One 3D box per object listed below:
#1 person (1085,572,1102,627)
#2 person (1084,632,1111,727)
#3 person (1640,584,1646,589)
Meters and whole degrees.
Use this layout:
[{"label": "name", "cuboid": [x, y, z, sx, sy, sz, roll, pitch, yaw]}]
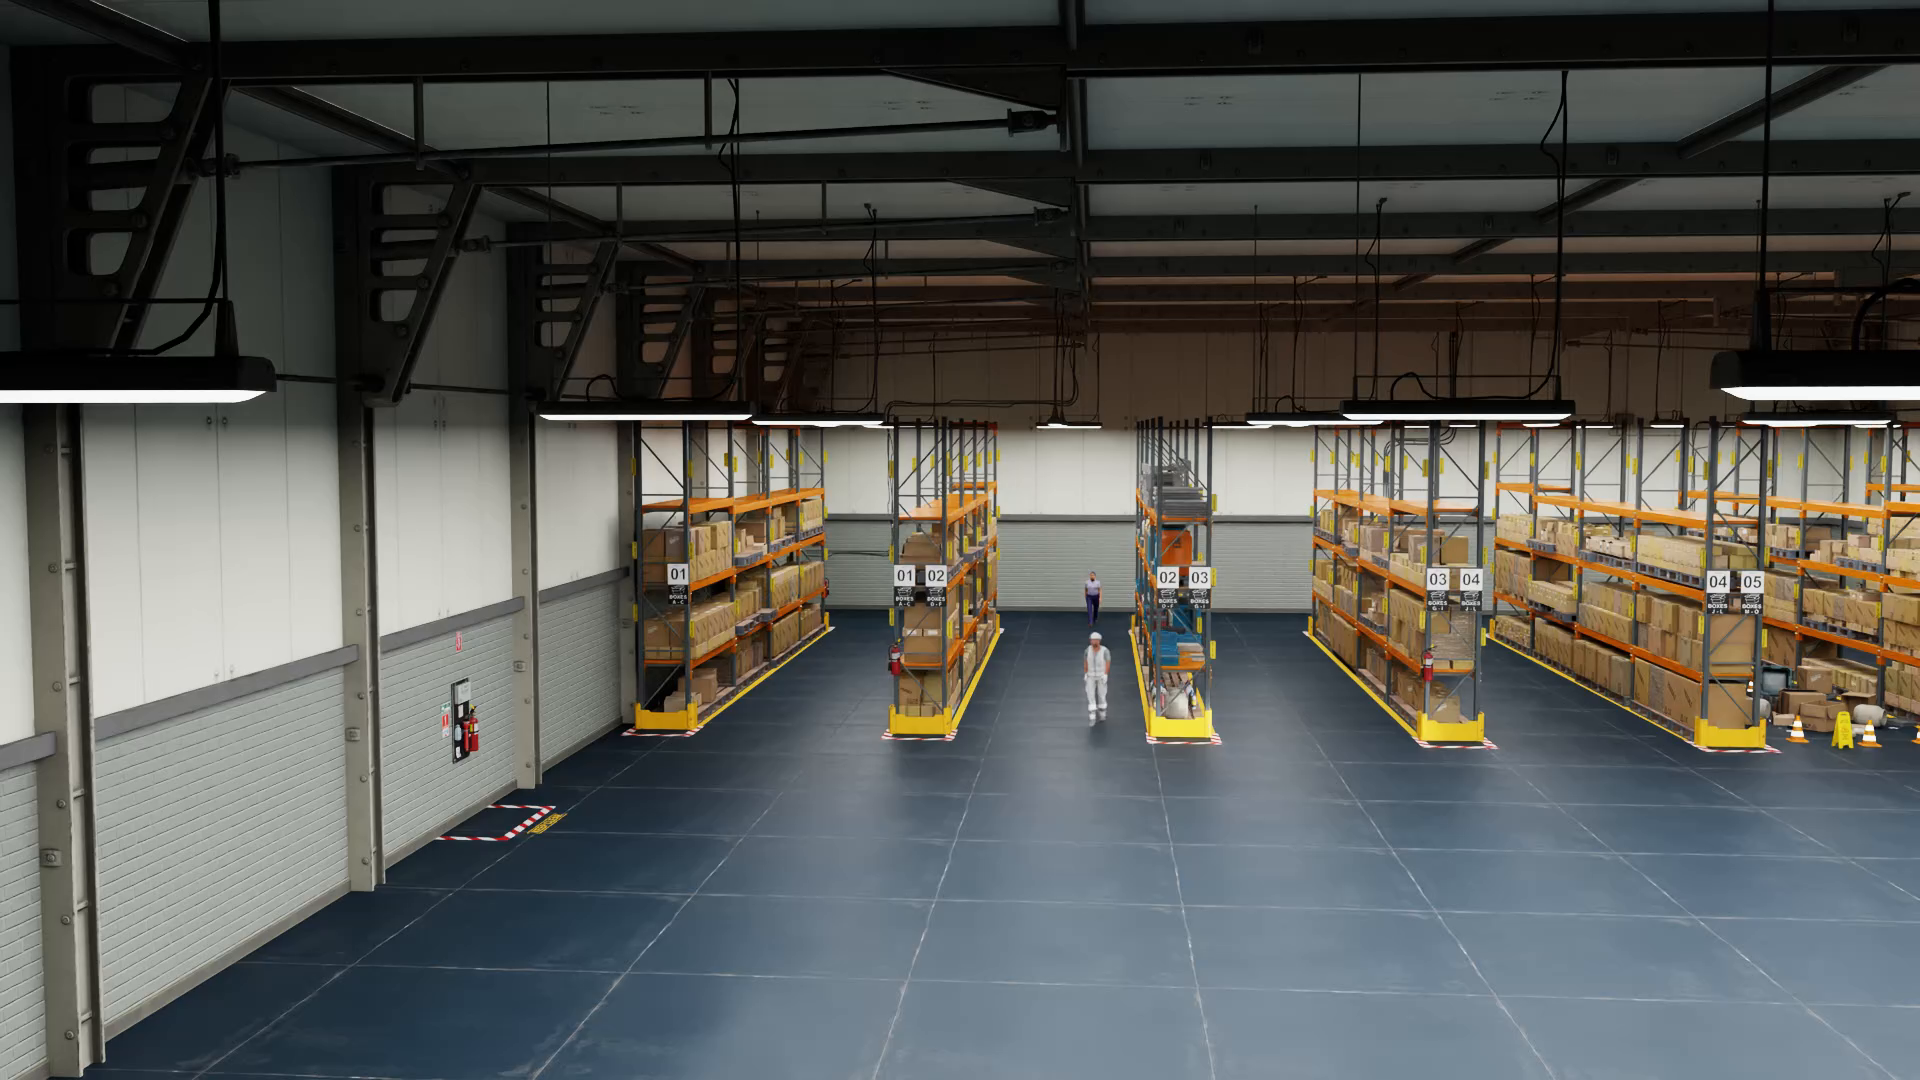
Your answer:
[{"label": "person", "cuboid": [3.915, 1.732, 48.824, 0.498, 1.575, 1.034, 0, 4, 2]}, {"label": "person", "cuboid": [2.666, 2.720, 32.577, 0.564, 1.818, 0.757, 1, 4, 17]}, {"label": "person", "cuboid": [18.142, 2.029, 44.089, 0.458, 1.695, 0.570, -2, 4, -27]}]
